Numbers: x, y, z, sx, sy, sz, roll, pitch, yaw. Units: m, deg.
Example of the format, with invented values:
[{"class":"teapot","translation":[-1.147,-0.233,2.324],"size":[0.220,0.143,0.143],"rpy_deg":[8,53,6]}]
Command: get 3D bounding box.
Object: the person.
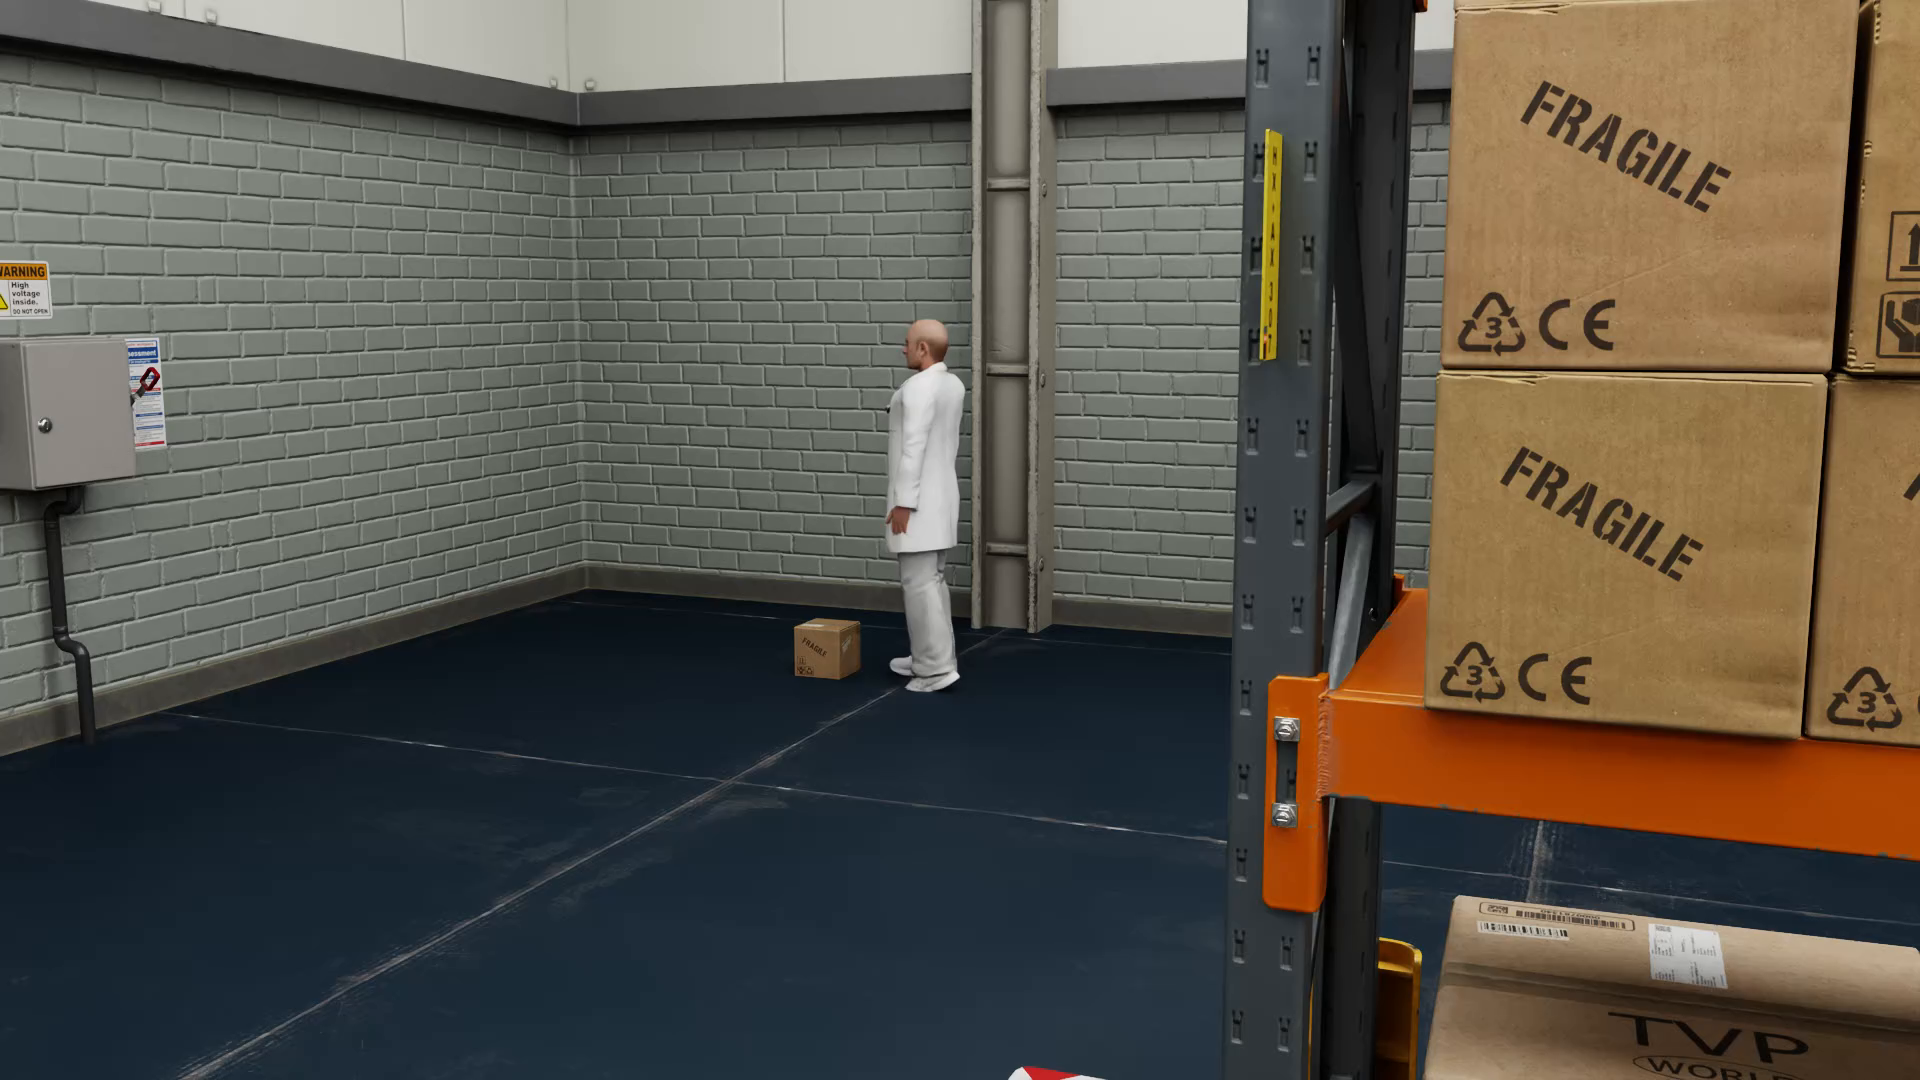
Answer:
[{"class":"person","translation":[-0.181,-0.143,8.083],"size":[0.480,1.848,0.573],"rpy_deg":[3,9,22]}]
